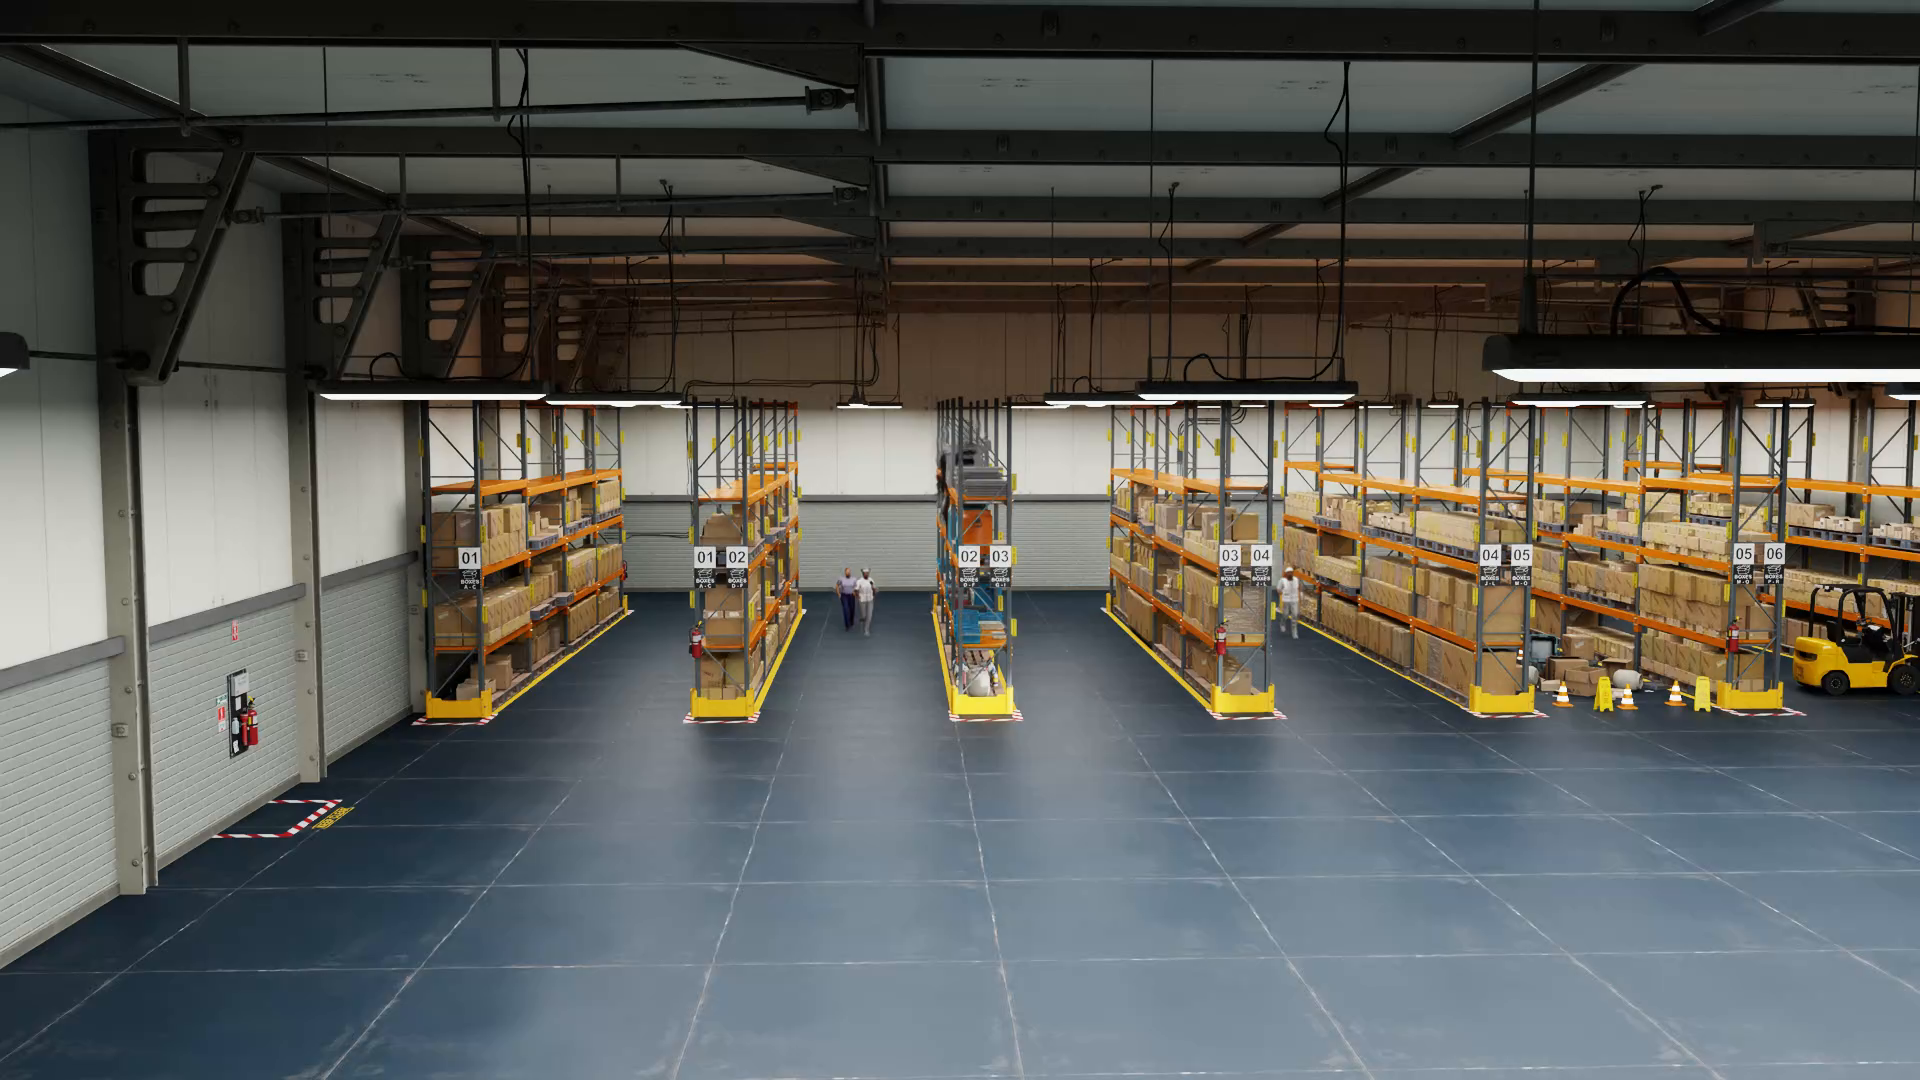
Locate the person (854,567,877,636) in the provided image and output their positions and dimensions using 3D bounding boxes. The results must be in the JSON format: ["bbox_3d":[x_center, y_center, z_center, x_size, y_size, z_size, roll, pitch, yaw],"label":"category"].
[{"bbox_3d":[-2.295,1.482,40.527,0.575,1.668,0.611,-1,5,-16],"label":"person"}]

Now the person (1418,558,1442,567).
[{"bbox_3d":[13.992,1.039,49.317,0.834,1.848,0.706,0,4,5],"label":"person"}]

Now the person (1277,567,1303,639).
[{"bbox_3d":[8.374,1.566,42.136,0.697,1.761,1.044,0,4,-2],"label":"person"}]

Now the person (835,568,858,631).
[{"bbox_3d":[-2.948,1.552,43.693,0.627,1.631,0.746,-1,4,-9],"label":"person"}]
